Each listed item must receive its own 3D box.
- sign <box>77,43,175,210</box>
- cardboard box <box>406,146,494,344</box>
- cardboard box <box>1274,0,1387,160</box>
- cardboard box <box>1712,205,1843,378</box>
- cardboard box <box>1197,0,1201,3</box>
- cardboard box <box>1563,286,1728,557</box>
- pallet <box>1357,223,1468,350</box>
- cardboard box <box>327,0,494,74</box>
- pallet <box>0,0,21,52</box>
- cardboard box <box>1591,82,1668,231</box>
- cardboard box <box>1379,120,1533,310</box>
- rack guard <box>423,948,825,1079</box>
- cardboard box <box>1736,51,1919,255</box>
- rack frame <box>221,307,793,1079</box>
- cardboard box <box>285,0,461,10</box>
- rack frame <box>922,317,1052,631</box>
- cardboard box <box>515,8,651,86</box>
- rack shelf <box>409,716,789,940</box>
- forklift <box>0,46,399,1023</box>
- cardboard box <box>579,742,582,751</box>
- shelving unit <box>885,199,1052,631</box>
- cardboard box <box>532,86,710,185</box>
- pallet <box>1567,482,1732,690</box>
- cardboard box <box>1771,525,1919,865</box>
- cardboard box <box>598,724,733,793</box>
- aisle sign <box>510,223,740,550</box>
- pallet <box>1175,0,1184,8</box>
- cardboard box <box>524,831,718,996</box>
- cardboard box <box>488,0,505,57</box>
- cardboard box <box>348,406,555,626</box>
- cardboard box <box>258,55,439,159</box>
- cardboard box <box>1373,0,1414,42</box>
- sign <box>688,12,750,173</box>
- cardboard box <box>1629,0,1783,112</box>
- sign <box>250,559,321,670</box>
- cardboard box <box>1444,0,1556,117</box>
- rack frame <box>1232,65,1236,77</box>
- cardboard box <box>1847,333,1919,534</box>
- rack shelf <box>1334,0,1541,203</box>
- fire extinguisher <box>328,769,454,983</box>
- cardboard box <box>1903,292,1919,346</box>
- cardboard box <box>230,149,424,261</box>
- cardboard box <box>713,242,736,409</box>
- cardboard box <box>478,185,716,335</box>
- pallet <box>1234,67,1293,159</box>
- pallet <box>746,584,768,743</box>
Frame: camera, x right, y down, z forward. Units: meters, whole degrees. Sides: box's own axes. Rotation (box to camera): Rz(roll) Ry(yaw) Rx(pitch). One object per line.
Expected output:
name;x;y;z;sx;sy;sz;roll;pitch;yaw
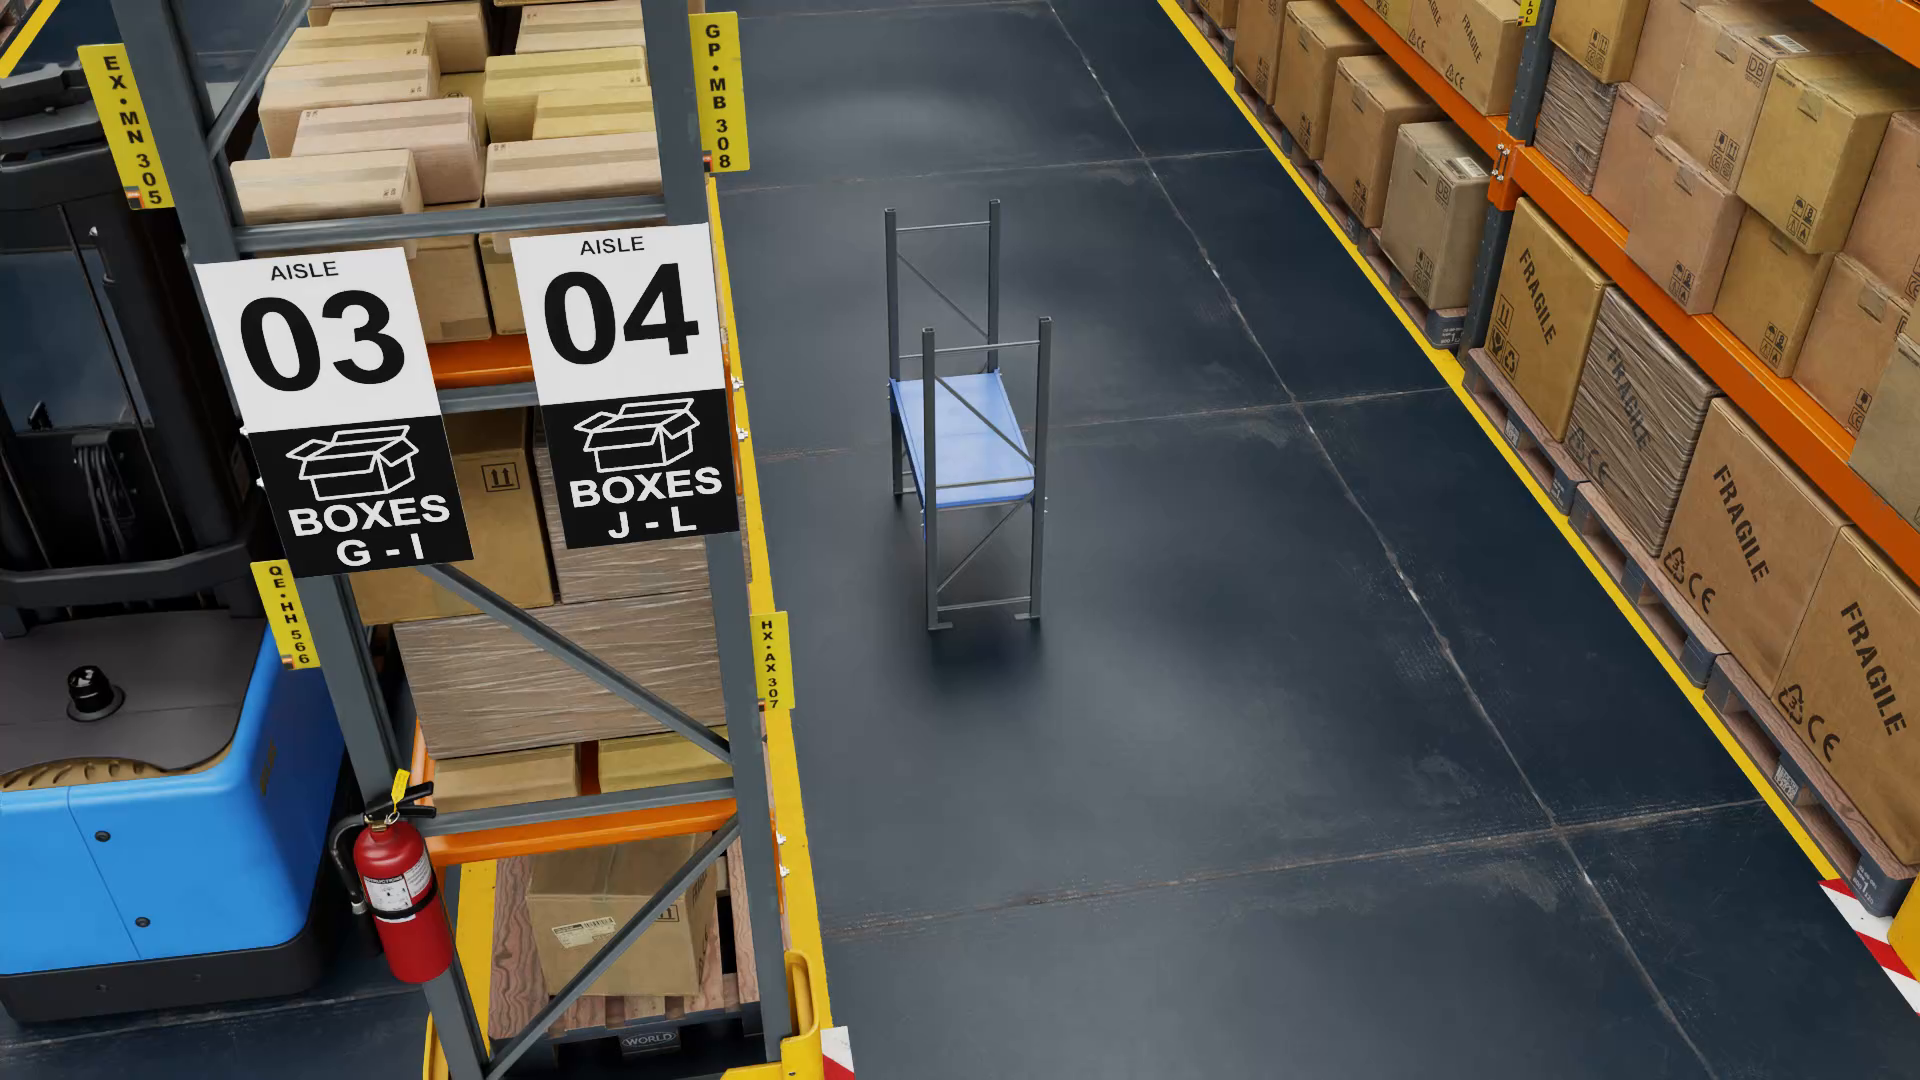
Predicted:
sign;-1.561;-0.776;3.137;0.100;0.325;0.005;-6;38;-8
cardboard box;-1.345;-0.678;3.856;0.500;0.250;0.500;-5;38;-7
cardboard box;2.662;-2.966;10.614;1.050;0.750;0.750;-6;38;-7
cardboard box;3.554;-1.037;6.518;0.875;0.550;0.500;-6;38;-8
cardboard box;2.027;-4.456;12.736;0.500;0.500;0.500;-5;38;-6
cardboard box;3.392;-0.573;7.432;0.875;0.875;0.875;-6;38;-8
pallet;2.979;-1.534;9.553;1.003;0.211;1.213;-6;38;-8
cardboard box;-1.441;-1.341;4.384;0.380;0.149;0.250;-6;38;-7
pallet;-7.679;-3.694;12.333;1.003;0.211;1.213;-6;38;-8
cardboard box;3.384;-1.686;7.352;0.875;0.550;0.550;-6;38;-8
cardboard box;2.991;-1.820;9.140;1.050;0.750;0.750;-6;38;-8
rack guard;-1.024;1.652;5.216;1.175;0.500;0.348;-6;38;-8
cardboard box;3.490;-1.457;6.178;0.875;0.550;0.500;-6;38;-8
rack frame;-1.011;0.711;4.390;1.000;3.000;0.127;-6;38;-8
cardboard box;-1.532;-1.737;4.365;0.500;0.500;0.500;-6;38;-8
rack frame;0.104;-0.234;6.828;0.500;1.500;0.032;-6;38;-8
cardboard box;-0.925;-1.242;4.256;0.380;0.149;0.250;-5;38;-6
rack shelf;-1.361;-0.213;6.166;1.077;0.370;4.000;-6;38;-8
forklift;-2.896;-0.443;5.932;1.130;2.935;3.031;-5;38;-6
cardboard box;-1.307;0.509;4.855;0.380;0.149;0.250;-6;38;-8
shelving unit;0.015;-0.541;7.224;0.538;1.500;1.048;-6;38;-8
cardboard box;-0.782;-0.930;3.855;0.380;0.149;0.250;-5;38;-7
pallet;3.462;0.130;7.411;1.003;0.211;1.213;-6;38;-8
cardboard box;3.706;0.509;6.039;0.875;0.875;0.875;-6;38;-8
cardboard box;-0.826;0.612;4.722;0.380;0.149;0.250;-6;38;-8
aisle sign;-0.705;-0.311;3.586;0.394;0.787;0.004;-6;38;-8
pallet;2.141;-4.700;13.628;1.003;0.211;1.213;-6;38;-8
cardboard box;-1.104;1.153;5.516;0.500;0.500;0.500;0;38;1
cardboard box;-1.517;-1.290;4.643;0.500;0.250;0.500;-5;38;-7
cardboard box;-1.351;-0.147;4.355;0.500;0.500;0.500;-6;38;-8
cardboard box;-1.453;-1.029;3.982;0.380;0.149;0.250;-8;39;-10
cardboard box;2.657;-3.114;9.232;0.500;0.500;0.500;-6;38;-7
sign;-0.477;-0.877;3.277;0.100;0.325;0.005;-6;38;-8
cardboard box;3.430;-2.117;7.028;0.875;0.550;0.550;-6;38;-8
sign;-1.561;0.176;3.877;0.100;0.325;0.005;-6;38;-8
cardboard box;2.834;-2.504;8.446;0.500;0.500;0.500;-6;38;-8
rack frame;2.487;-4.594;11.218;1.000;3.000;0.127;-6;38;-8
cardboard box;3.662;-0.370;5.659;0.875;0.550;0.550;-6;38;-8
rack shelf;2.838;-3.102;9.884;1.077;0.370;4.000;-6;38;-8
fire extinguisher;-1.444;0.860;4.261;0.296;0.674;0.183;-6;38;-8
cardboard box;3.676;-0.798;5.330;0.875;0.550;0.550;-6;38;-8
cardboard box;-1.367;-0.706;3.566;0.380;0.149;0.250;-6;38;-8
cardboard box;-0.920;-0.505;4.817;0.500;0.500;0.500;-6;38;-8
cardboard box;-0.841;-0.733;3.926;0.500;0.250;0.500;-5;38;-7
pallet;2.552;-3.008;11.450;1.003;0.211;1.213;-6;38;-8
pallet;-1.342;0.536;6.888;1.003;0.211;1.213;-6;38;-8
